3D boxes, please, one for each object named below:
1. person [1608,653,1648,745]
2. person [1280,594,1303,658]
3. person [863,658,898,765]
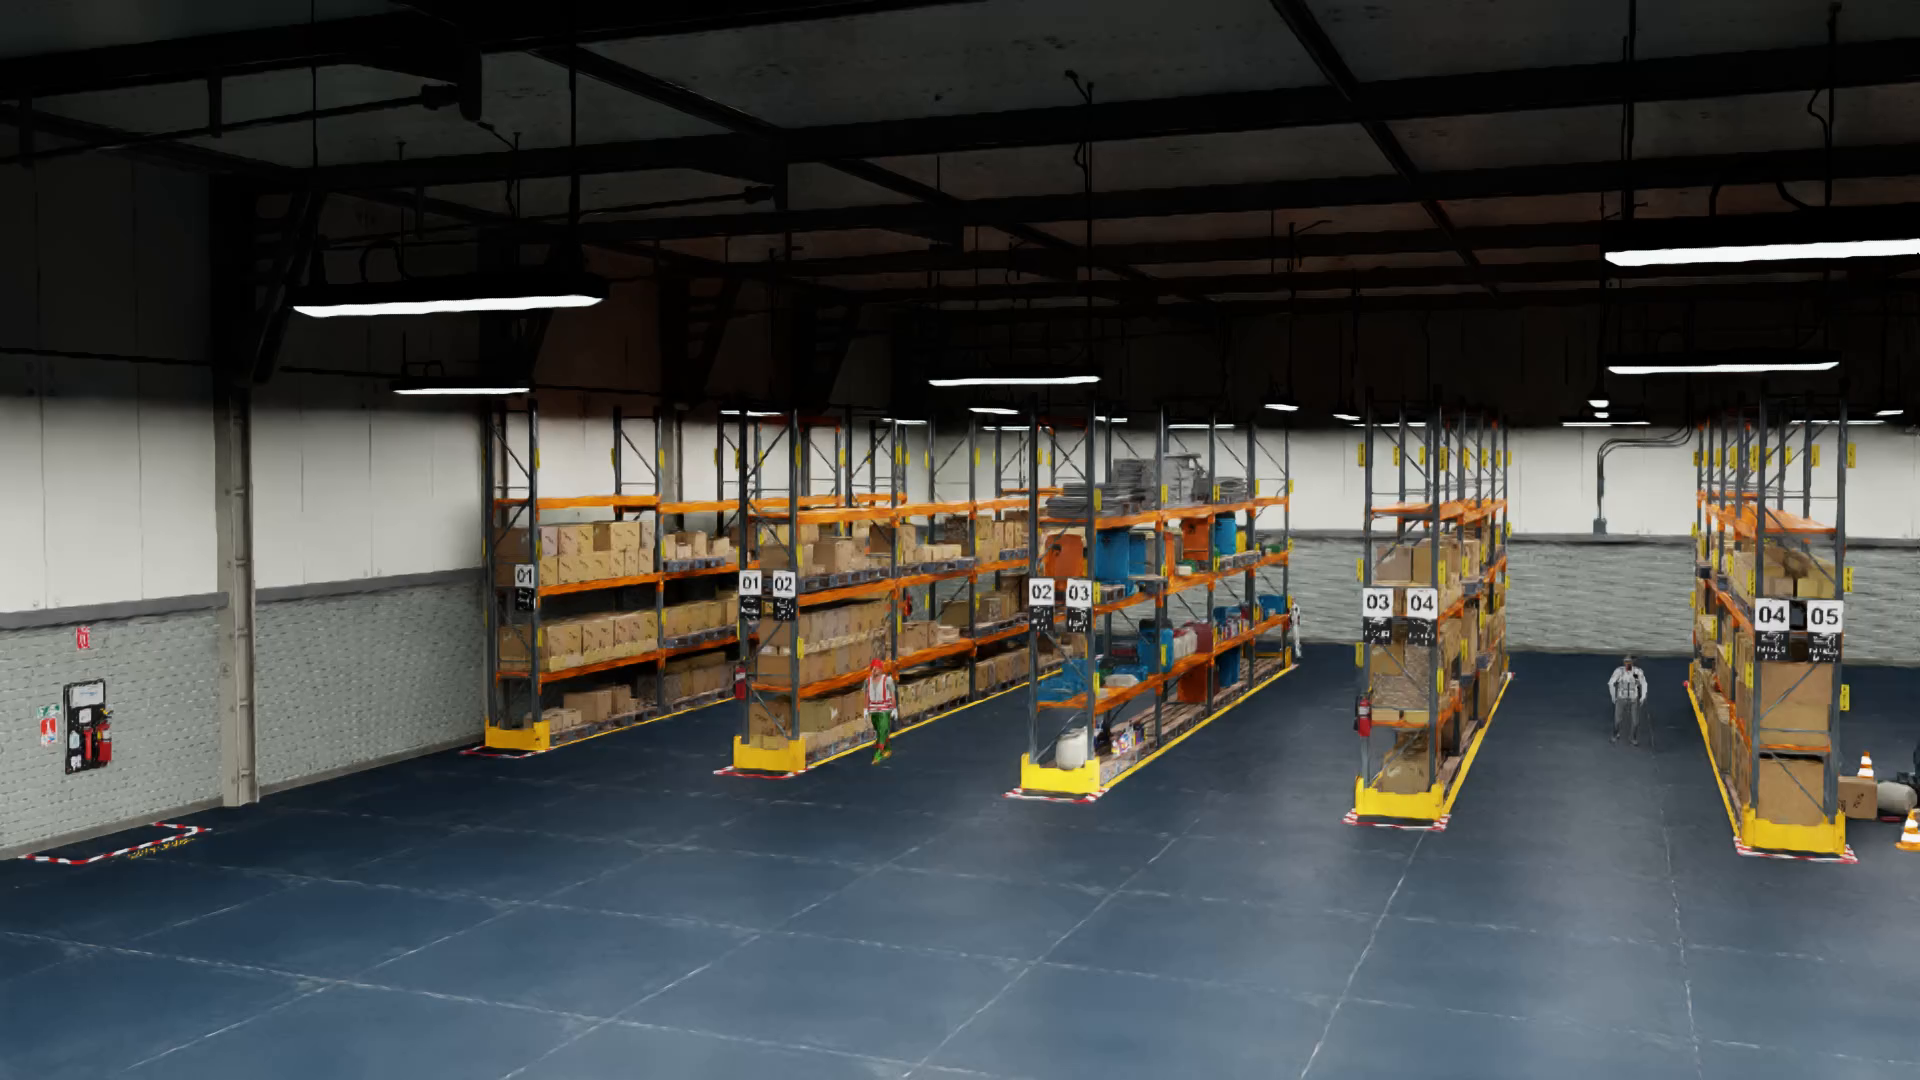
[{"bbox_3d":[11.654,2.762,29.027,0.639,1.632,0.512,1,3,20],"label":"person"},{"bbox_3d":[8.285,2.144,41.760,0.510,1.613,0.942,0,3,-2],"label":"person"},{"bbox_3d":[-1.347,2.786,27.285,0.553,1.709,1.123,1,3,23],"label":"person"}]
